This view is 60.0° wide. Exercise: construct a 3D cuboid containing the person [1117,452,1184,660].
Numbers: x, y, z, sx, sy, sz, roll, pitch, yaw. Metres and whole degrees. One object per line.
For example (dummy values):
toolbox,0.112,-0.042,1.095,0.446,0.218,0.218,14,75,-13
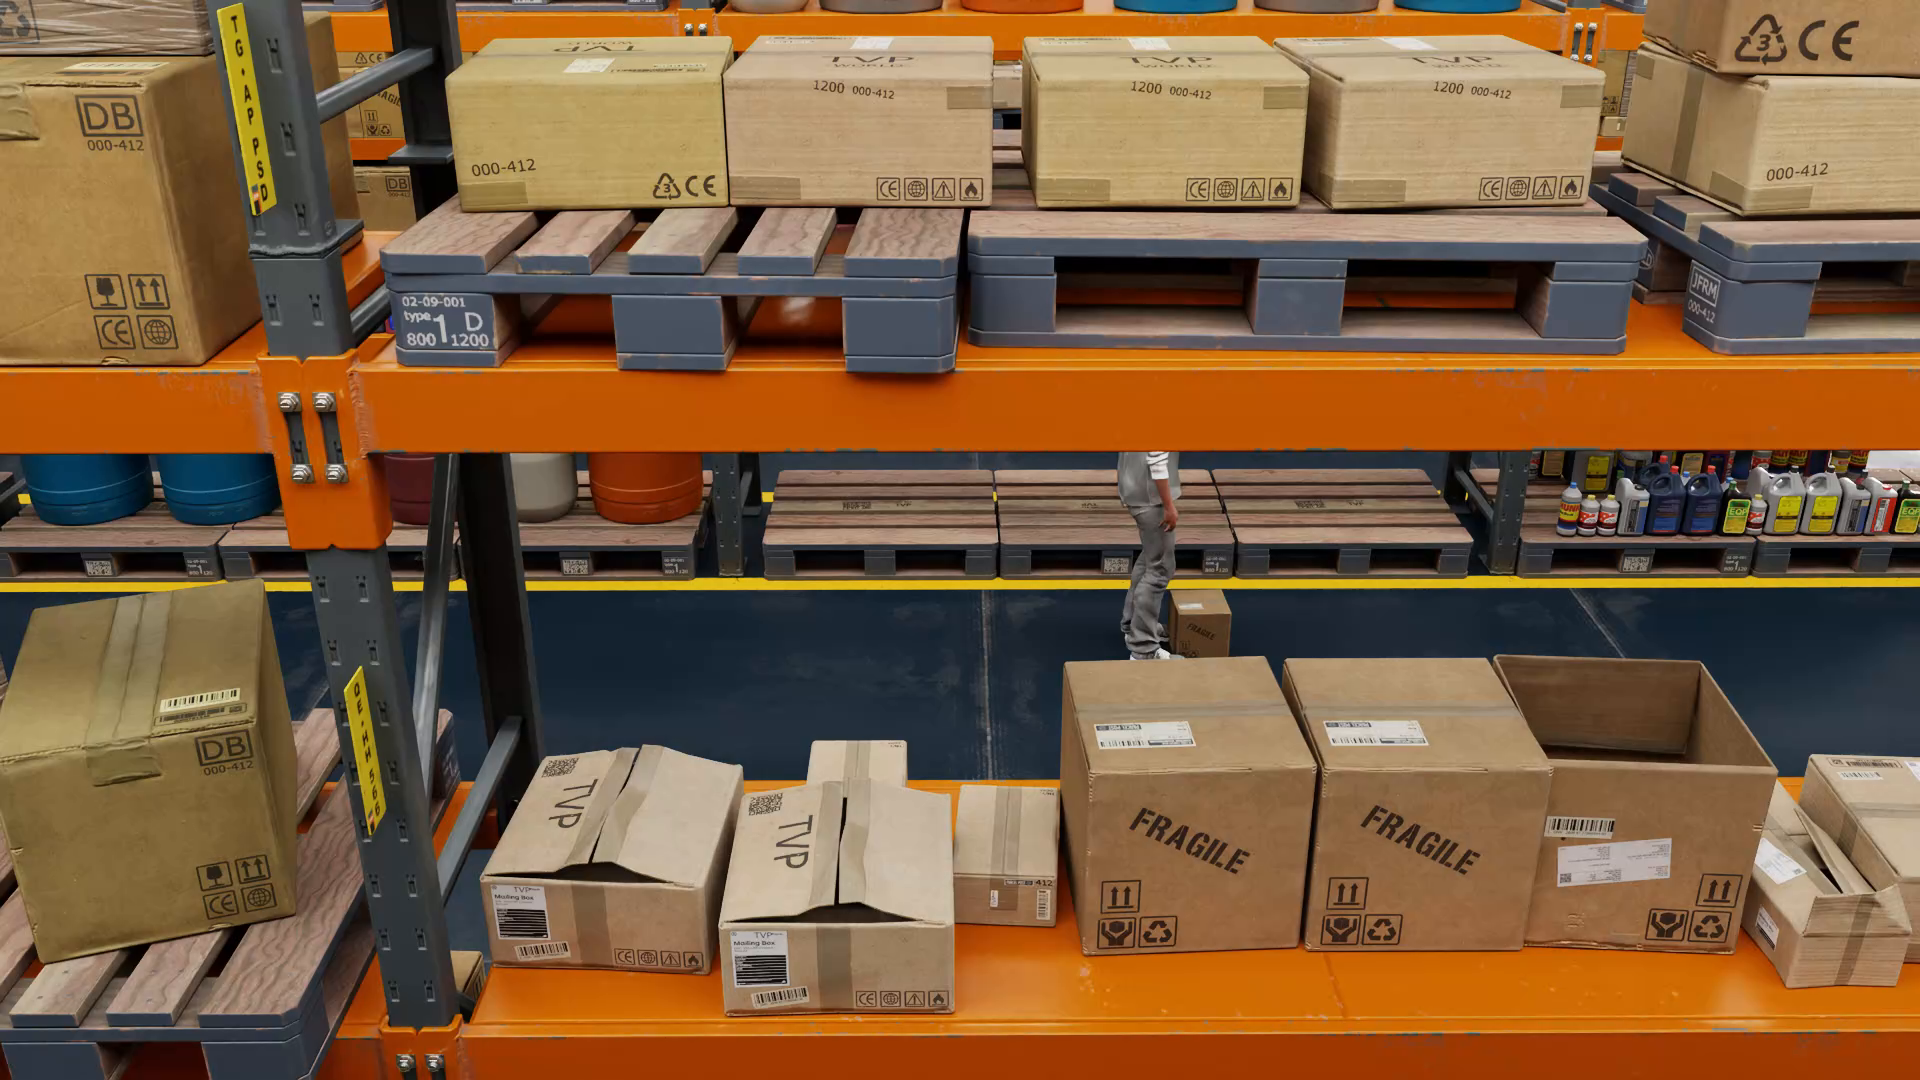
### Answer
person,0.895,-0.205,7.570,0.350,1.592,0.472,-1,24,-1
